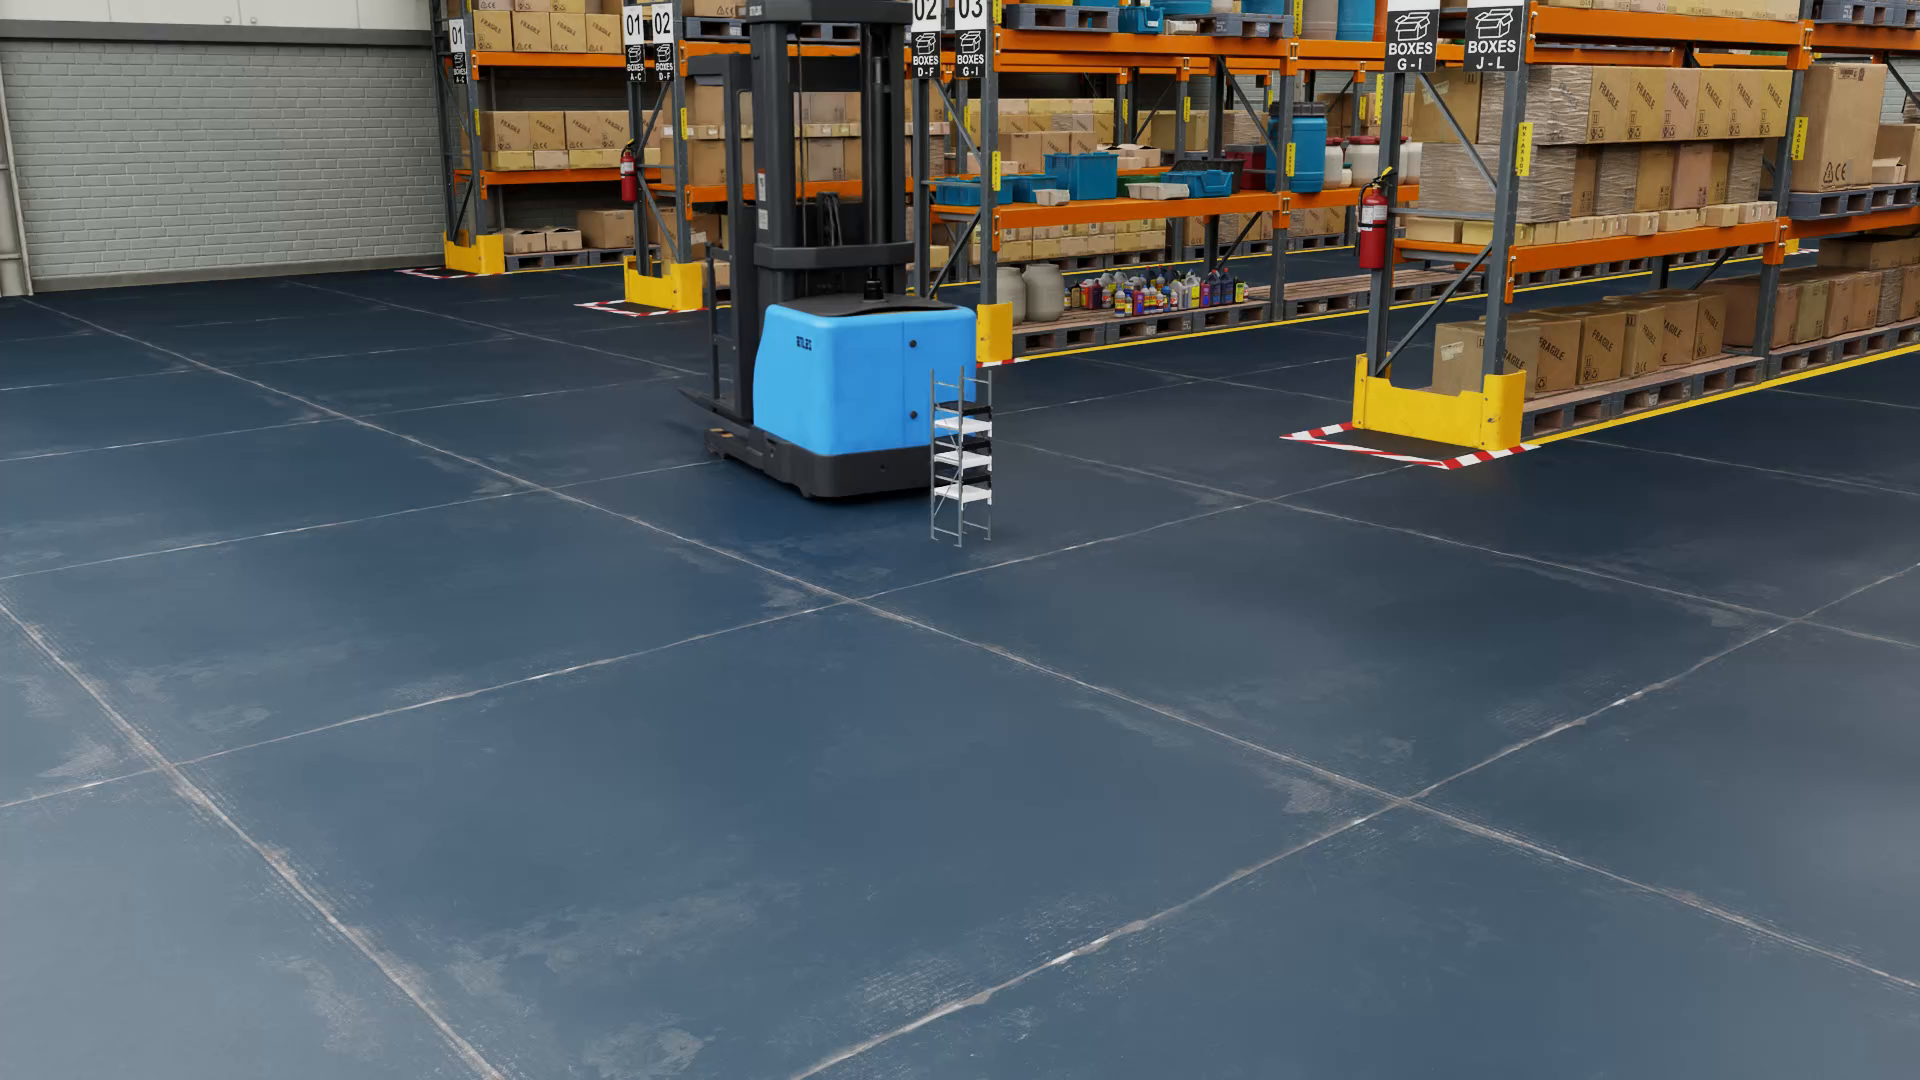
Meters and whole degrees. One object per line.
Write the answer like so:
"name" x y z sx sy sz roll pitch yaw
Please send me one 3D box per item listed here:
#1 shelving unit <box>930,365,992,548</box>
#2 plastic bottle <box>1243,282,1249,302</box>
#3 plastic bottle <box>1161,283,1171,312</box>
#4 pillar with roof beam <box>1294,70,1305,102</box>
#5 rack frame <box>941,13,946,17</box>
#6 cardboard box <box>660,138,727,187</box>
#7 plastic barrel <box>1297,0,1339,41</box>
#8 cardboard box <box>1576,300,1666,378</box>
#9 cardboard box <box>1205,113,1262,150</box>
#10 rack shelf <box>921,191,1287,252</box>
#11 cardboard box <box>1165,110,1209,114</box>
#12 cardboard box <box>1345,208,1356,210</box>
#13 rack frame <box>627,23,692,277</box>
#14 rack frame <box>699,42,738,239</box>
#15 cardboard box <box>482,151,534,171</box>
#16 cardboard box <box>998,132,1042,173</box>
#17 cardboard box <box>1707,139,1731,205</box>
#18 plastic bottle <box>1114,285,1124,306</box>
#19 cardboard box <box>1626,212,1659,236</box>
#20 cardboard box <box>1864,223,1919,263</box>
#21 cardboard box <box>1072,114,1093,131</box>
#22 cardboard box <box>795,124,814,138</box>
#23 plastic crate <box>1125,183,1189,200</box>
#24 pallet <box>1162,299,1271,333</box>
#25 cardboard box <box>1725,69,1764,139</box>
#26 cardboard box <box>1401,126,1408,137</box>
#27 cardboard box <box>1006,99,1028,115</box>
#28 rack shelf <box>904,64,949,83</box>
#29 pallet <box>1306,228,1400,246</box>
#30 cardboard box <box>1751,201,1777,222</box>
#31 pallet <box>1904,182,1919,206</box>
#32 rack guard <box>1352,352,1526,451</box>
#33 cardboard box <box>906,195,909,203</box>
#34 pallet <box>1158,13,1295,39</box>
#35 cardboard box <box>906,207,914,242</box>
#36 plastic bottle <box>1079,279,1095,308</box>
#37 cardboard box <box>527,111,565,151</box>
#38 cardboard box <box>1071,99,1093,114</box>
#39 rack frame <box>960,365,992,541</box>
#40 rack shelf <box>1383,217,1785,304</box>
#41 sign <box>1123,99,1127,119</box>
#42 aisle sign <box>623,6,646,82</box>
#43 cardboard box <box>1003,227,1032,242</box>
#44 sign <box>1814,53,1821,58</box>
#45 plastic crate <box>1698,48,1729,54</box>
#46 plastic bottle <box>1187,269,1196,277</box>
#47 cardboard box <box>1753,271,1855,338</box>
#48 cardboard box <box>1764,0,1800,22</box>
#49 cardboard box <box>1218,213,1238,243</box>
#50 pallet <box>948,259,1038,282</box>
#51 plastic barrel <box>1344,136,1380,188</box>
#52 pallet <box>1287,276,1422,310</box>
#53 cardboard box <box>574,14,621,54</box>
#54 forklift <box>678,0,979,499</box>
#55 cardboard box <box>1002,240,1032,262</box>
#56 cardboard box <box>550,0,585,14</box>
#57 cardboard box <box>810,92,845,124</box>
"shelving unit" 0.006 -0.436 8.639 0.210 0.900 0.258 -13 20 -39
"plastic bottle" 2.900 -2.537 17.007 0.097 0.201 0.097 0 15 0
"plastic bottle" 2.011 -2.372 16.250 0.097 0.271 0.097 0 15 0
"pillar with roof beam" 9.813 -10.447 30.422 0.400 9.000 9.100 -13 19 -39
"rack frame" -0.280 -7.662 19.998 0.127 3.000 1.000 -13 19 -39
"cardboard box" -2.937 -4.211 18.509 0.500 0.500 0.700 -13 19 -39
"plastic barrel" 3.704 -5.729 17.603 0.600 0.901 0.600 0 15 0
"cardboard box" 5.049 -1.551 12.774 0.500 0.500 0.500 14 20 42
"cardboard box" 3.954 -5.939 24.164 0.500 0.500 0.700 -9 17 -29
"rack shelf" 1.460 -3.113 15.984 4.000 0.370 1.077 -13 19 -39
"cardboard box" 4.017 -7.564 30.675 0.700 0.700 0.980 -14 20 -42
"cardboard box" 5.999 -5.276 26.680 0.500 0.500 0.500 -13 19 -39
"rack frame" -3.297 -4.086 18.235 0.127 3.000 1.000 -13 19 -39
"rack frame" -3.534 -5.728 24.380 0.127 3.000 1.000 -13 19 -39
"cardboard box" -5.975 -5.008 21.938 0.500 0.250 0.500 -13 20 -41
"cardboard box" 0.708 -5.028 21.569 0.500 0.500 0.500 -11 18 -35
"cardboard box" 5.440 -2.885 12.967 0.500 0.500 0.875 -13 19 -39
"plastic bottle" 1.597 -2.452 16.687 0.097 0.201 0.097 0 15 0
"cardboard box" 4.770 -2.273 11.933 0.250 0.149 0.380 -13 19 -39
"cardboard box" 9.772 -2.802 16.729 0.875 0.875 1.225 -14 20 -42
"cardboard box" 1.940 -7.069 28.593 0.500 0.500 0.500 -12 19 -39
"cardboard box" -1.890 -4.691 19.049 0.250 0.149 0.380 -13 20 -40
"plastic crate" 1.910 -3.347 15.979 0.437 0.136 0.530 -13 19 -39
"pallet" 2.435 -2.346 17.124 1.213 0.211 1.003 -13 19 -39
"cardboard box" 5.685 -3.295 12.565 0.500 0.500 0.500 -13 19 -39
"cardboard box" 6.703 -6.288 26.285 0.500 0.500 0.500 -12 19 -38
"cardboard box" 0.775 -7.173 27.528 0.500 0.250 0.500 -12 19 -39
"rack shelf" -2.025 -7.168 25.354 4.000 0.370 1.077 -13 19 -39
"pallet" 6.274 -4.888 26.641 1.213 0.211 1.003 -13 19 -39
"cardboard box" 6.251 -2.620 13.232 0.250 0.149 0.380 -13 19 -39
"pallet" 8.770 -3.278 15.582 1.003 0.211 1.213 -13 19 -39
"rack guard" 3.260 -0.962 11.384 0.348 0.500 1.175 -13 19 -39
"cardboard box" -1.026 -5.278 26.688 0.500 0.500 0.700 -12 19 -39
"pallet" 2.489 -5.016 16.268 1.003 0.211 1.213 -13 19 -39
"cardboard box" -0.871 -3.797 20.214 0.500 0.500 0.500 -13 19 -39
"plastic bottle" 1.257 -2.452 16.542 0.135 0.276 0.152 -12 19 -39
"cardboard box" -5.615 -5.454 22.153 0.500 0.500 0.500 -13 19 -39
"cardboard box" 1.924 -7.433 28.503 0.500 0.250 0.500 -12 19 -38
"rack frame" 0.083 -0.453 8.703 0.006 0.900 0.240 -13 20 -39
"rack shelf" 4.712 -2.148 12.374 4.000 0.370 1.077 -13 19 -39
"sign" 2.864 -7.500 28.925 0.005 0.325 0.100 -13 19 -39
"aisle sign" -3.540 -5.388 18.072 0.004 0.787 0.394 -13 19 -39
"cardboard box" 0.577 -4.015 21.395 0.500 0.311 0.500 -13 20 -40
"sign" 12.395 -7.126 24.006 0.005 0.325 0.100 -13 19 -39
"plastic crate" 10.121 -6.697 22.451 0.590 0.269 0.497 -13 19 -39
"plastic bottle" 2.441 -2.725 17.572 0.097 0.271 0.097 0 15 0
"cardboard box" 7.492 -2.111 14.833 0.700 0.500 0.500 14 20 42
"cardboard box" 6.048 -4.083 12.703 0.500 0.250 0.500 -12 19 -37
"cardboard box" 3.660 -4.558 23.991 0.500 0.500 0.500 -14 20 -41
"pallet" 0.251 -3.549 21.628 1.213 0.211 1.003 -13 19 -39
"plastic barrel" 4.388 -4.108 18.054 0.433 0.535 0.433 0 15 0
"pallet" 4.457 -2.800 18.824 1.213 0.211 1.003 -13 19 -39
"cardboard box" -4.928 -6.833 22.473 0.500 0.500 0.500 -11 19 -36
"forklift" -1.023 -1.985 10.502 1.130 2.935 3.031 -8 17 -27
"cardboard box" 0.574 -3.745 21.471 0.500 0.250 0.500 -12 19 -38
"cardboard box" -5.311 -7.222 21.994 0.500 0.500 0.500 -12 19 -38
"cardboard box" -1.746 -5.107 19.351 0.500 0.500 0.700 -13 19 -39
